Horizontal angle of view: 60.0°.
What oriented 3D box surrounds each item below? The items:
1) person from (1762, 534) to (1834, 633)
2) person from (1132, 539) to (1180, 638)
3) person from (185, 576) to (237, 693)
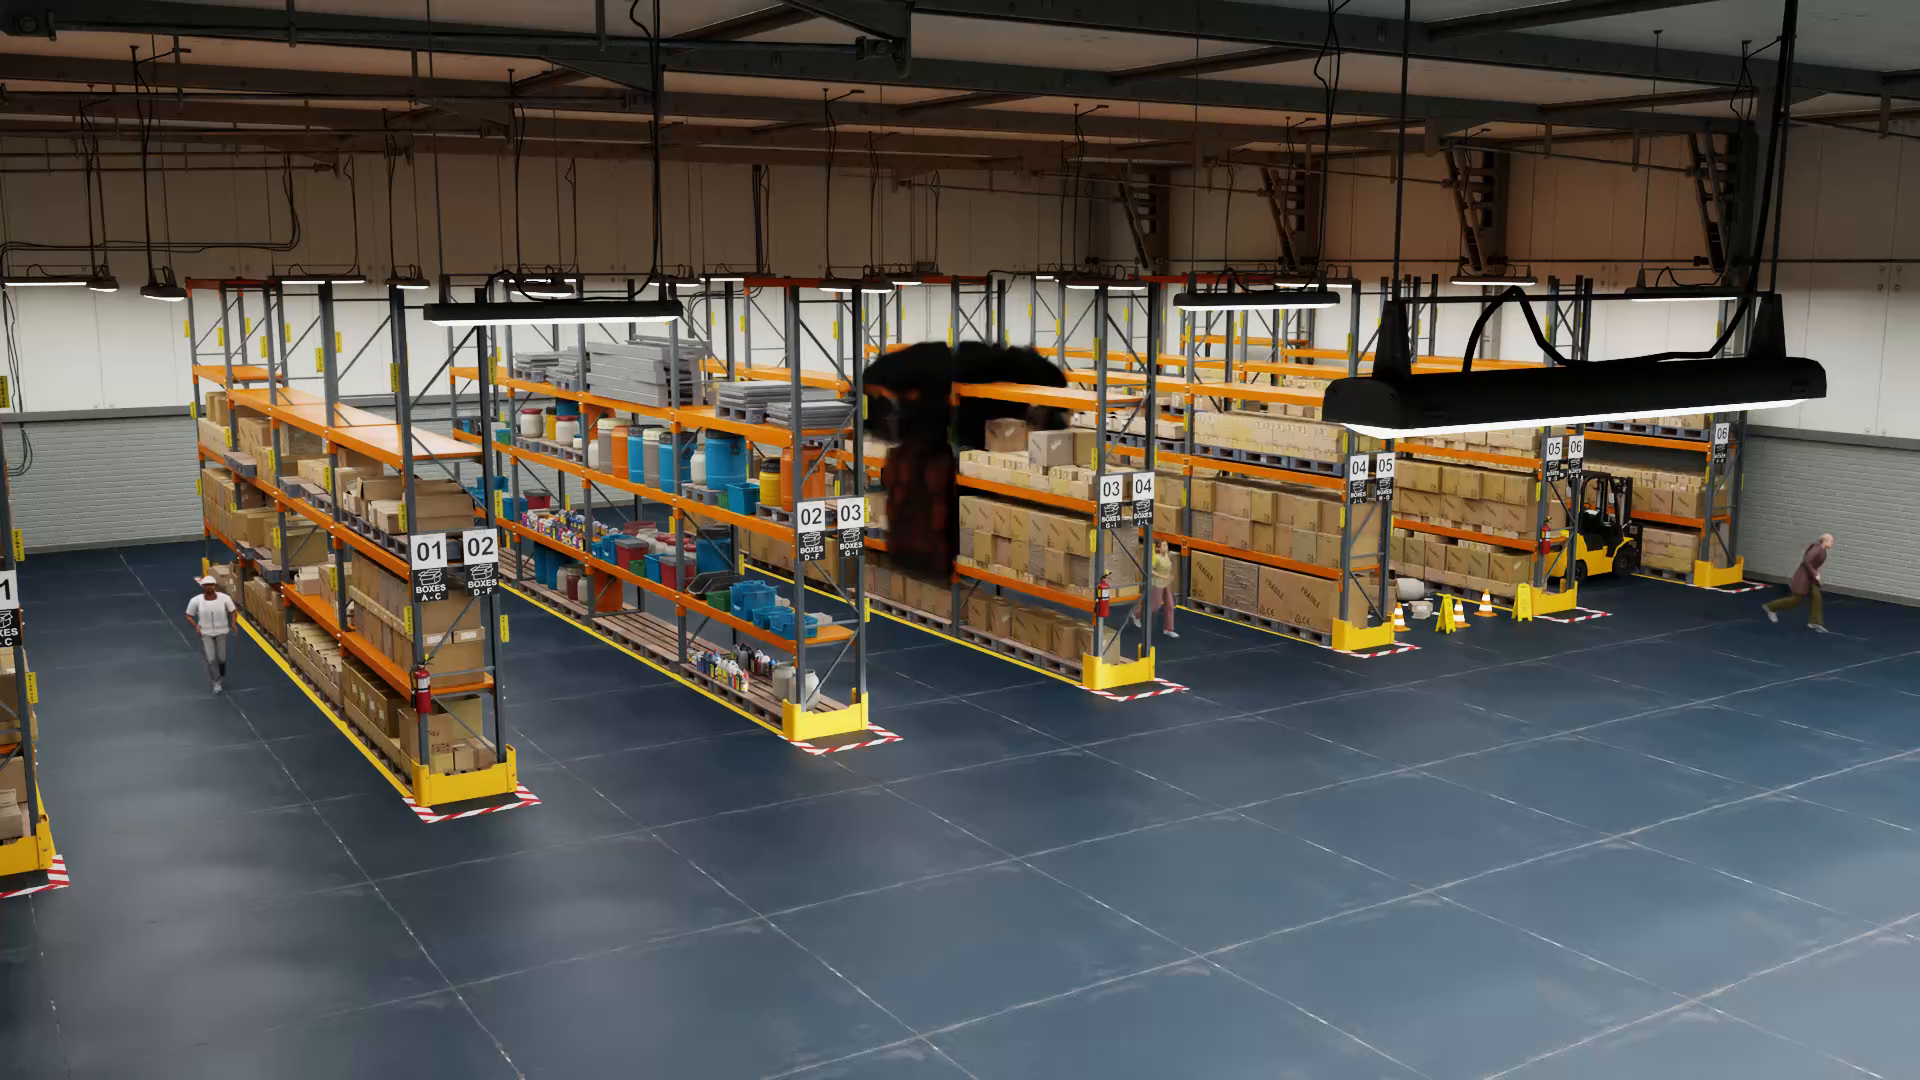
[{"bbox_3d":[14.515,0.713,28.759,1.086,1.736,0.743,6,11,31],"label":"person"},{"bbox_3d":[3.376,0.795,28.338,0.911,1.669,0.588,9,13,42],"label":"person"},{"bbox_3d":[-11.103,1.375,24.706,0.702,1.726,0.598,-5,11,-26],"label":"person"}]
